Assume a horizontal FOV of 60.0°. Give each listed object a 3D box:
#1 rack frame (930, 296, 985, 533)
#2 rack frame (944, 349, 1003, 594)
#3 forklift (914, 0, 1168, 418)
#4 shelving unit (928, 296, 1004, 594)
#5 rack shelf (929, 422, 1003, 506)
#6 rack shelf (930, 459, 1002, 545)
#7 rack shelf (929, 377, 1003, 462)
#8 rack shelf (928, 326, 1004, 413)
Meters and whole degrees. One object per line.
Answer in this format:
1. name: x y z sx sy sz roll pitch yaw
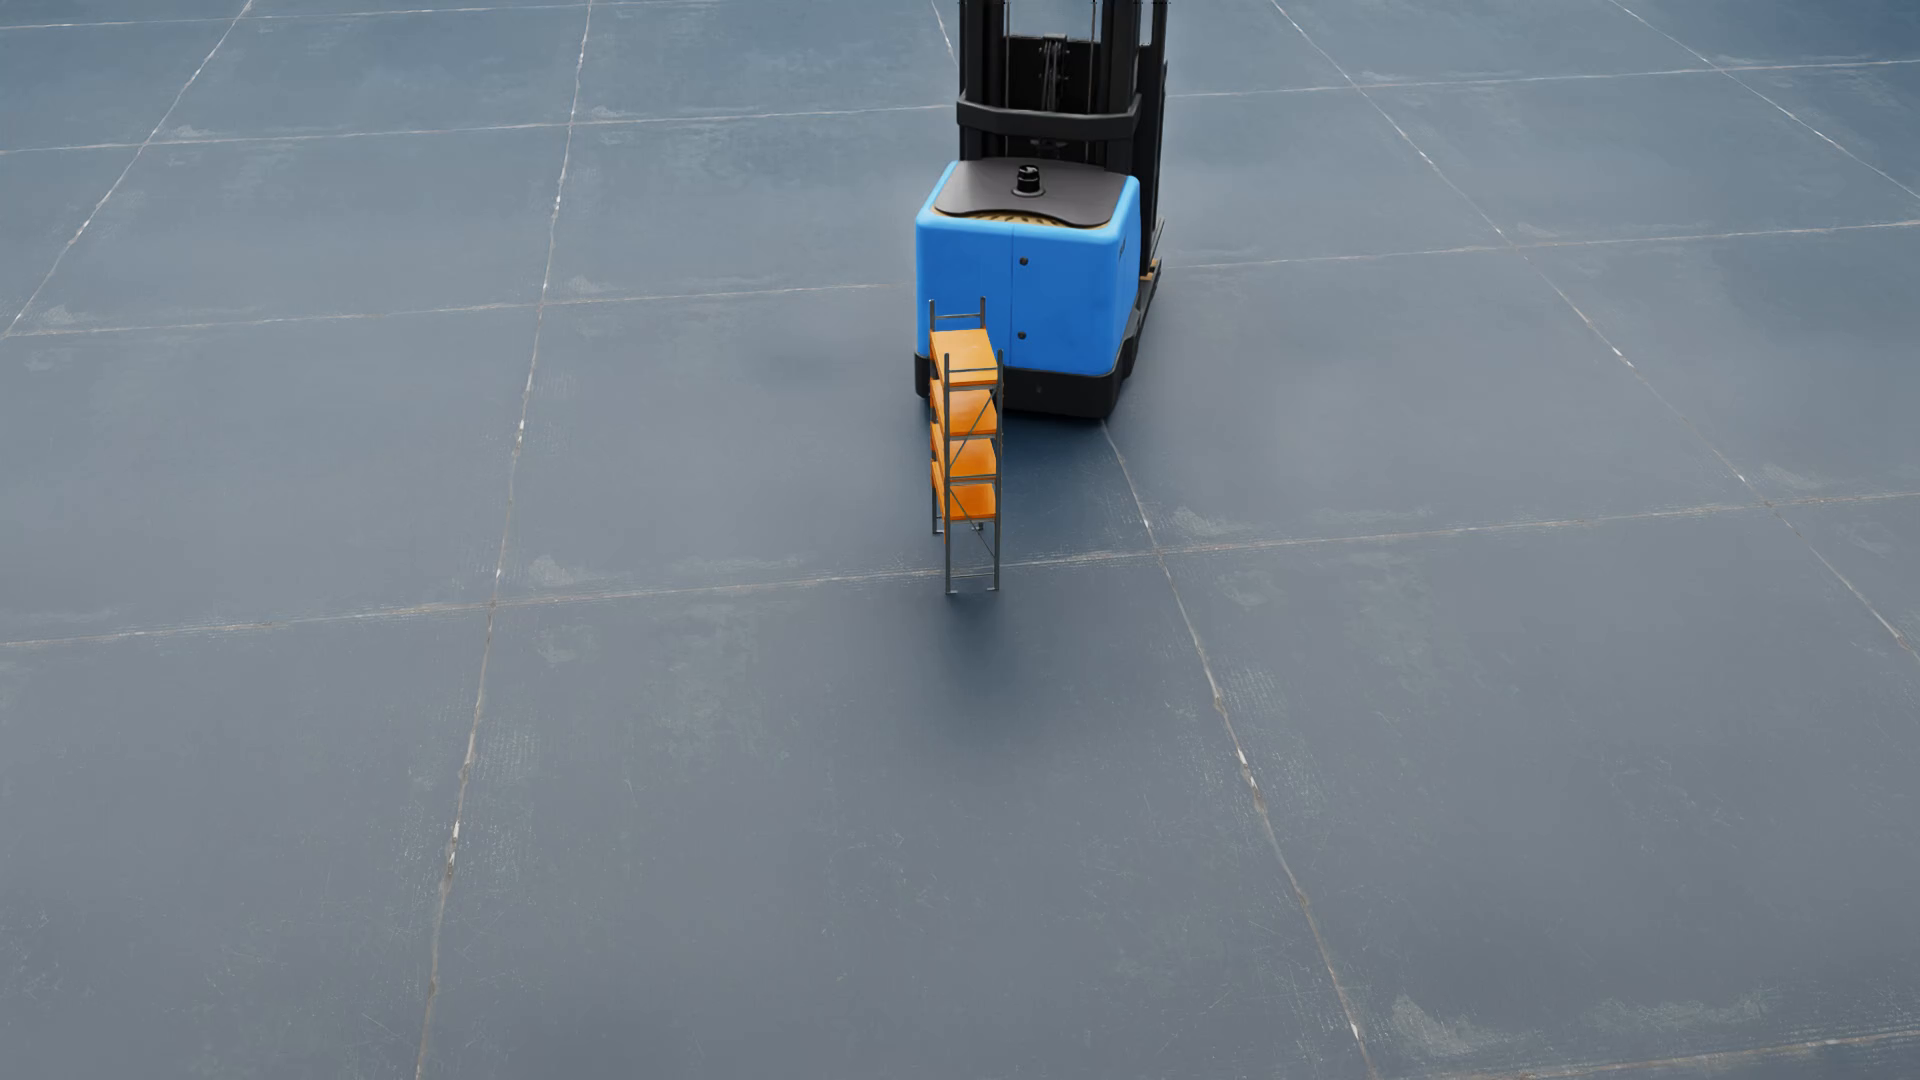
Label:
1. rack frame: -0.011 -0.540 7.476 0.240 1.200 0.015 -4 35 -6
2. rack frame: 0.055 -0.267 7.077 0.240 1.200 0.015 -4 35 -6
3. forklift: 0.593 -2.664 9.057 1.130 2.935 3.031 7 35 11
4. shelving unit: 0.022 -0.403 7.277 0.258 1.200 0.503 -4 35 -6
5. rack shelf: 0.022 -0.348 7.314 0.258 0.148 0.480 -4 35 -6
6. rack shelf: 0.022 -0.184 7.426 0.258 0.148 0.480 -4 35 -6
7. rack shelf: 0.022 -0.533 7.188 0.258 0.148 0.480 -4 35 -6
8. rack shelf: 0.022 -0.728 7.055 0.258 0.148 0.480 -4 35 -6
